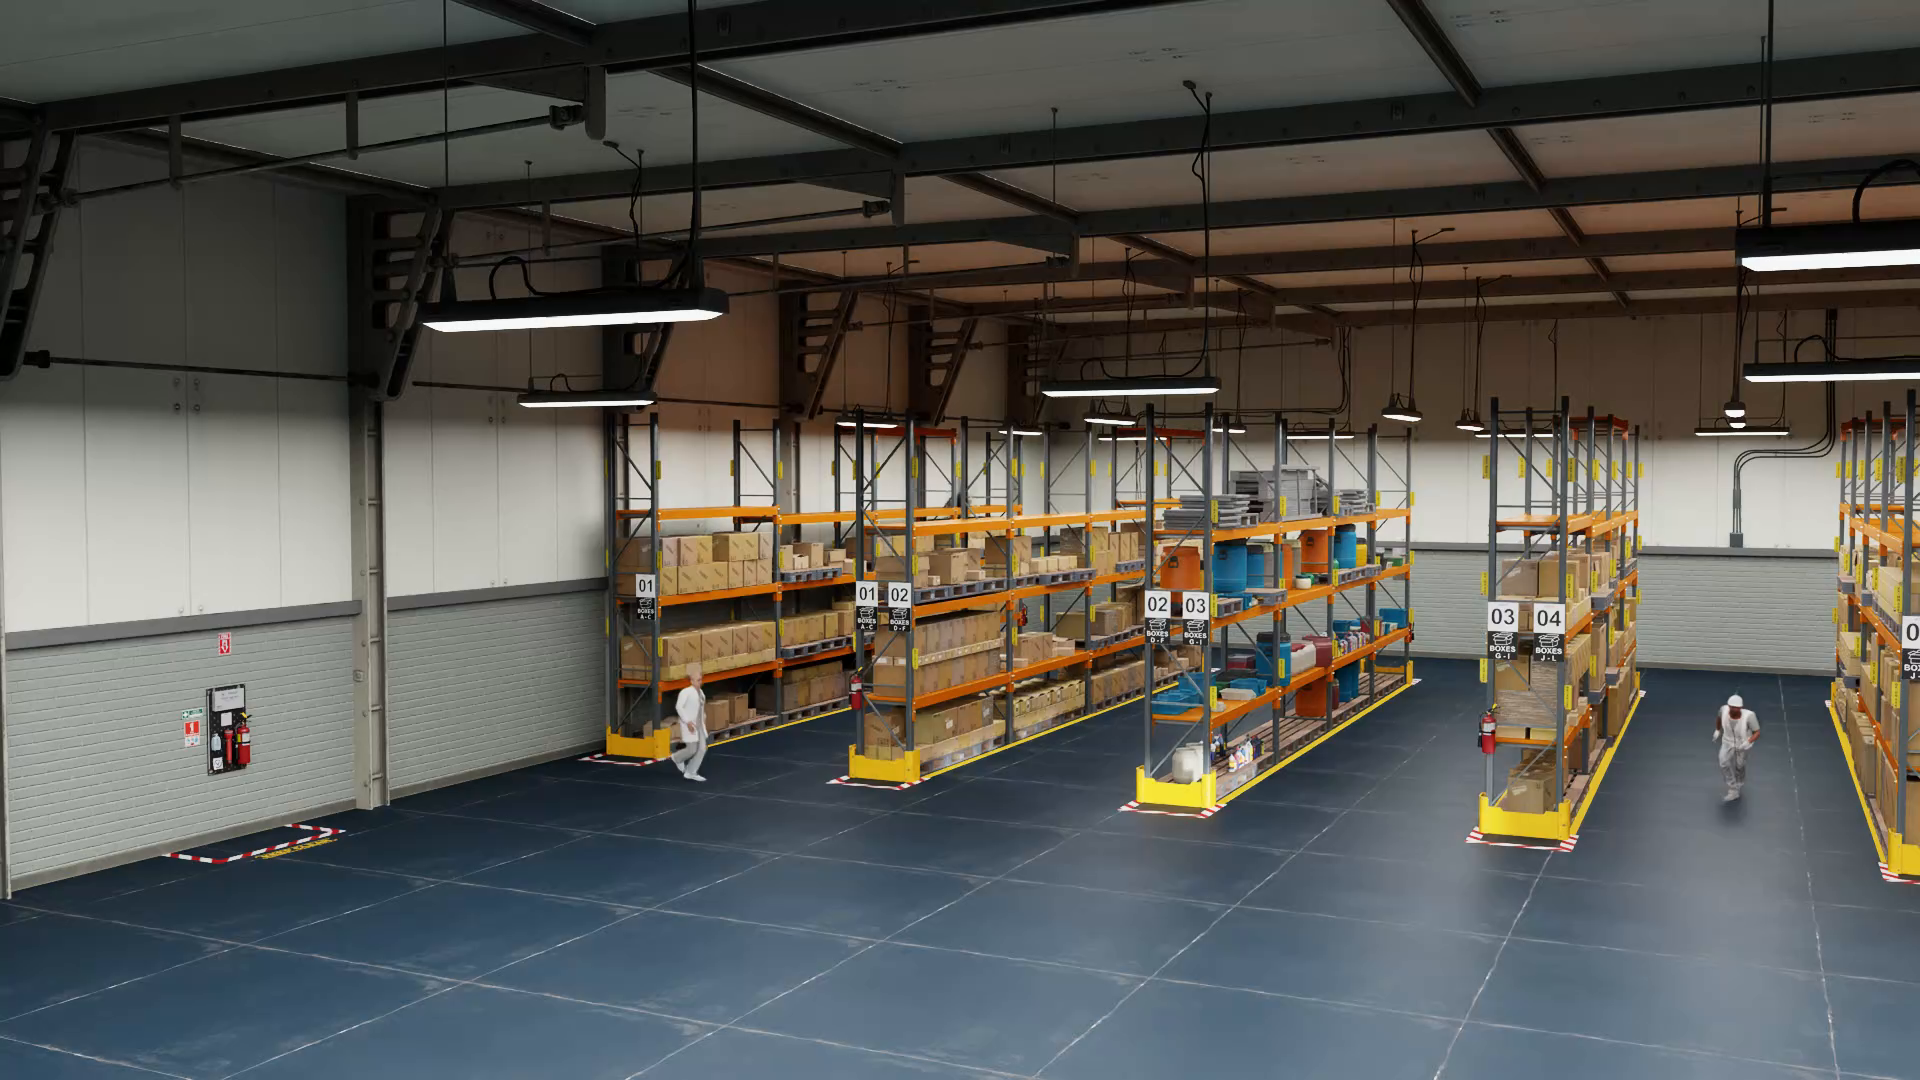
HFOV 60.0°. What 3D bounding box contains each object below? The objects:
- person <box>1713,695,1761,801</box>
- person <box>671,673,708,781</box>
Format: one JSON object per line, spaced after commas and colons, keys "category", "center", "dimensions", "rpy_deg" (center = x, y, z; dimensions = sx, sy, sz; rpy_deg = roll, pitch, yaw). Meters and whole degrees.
{"category": "person", "center": [11.812, 3.107, 25.248], "dimensions": [0.703, 1.603, 1.104], "rpy_deg": [2, 3, 35]}
{"category": "person", "center": [-4.417, 3.015, 26.934], "dimensions": [0.701, 1.757, 0.723], "rpy_deg": [2, 3, 37]}
